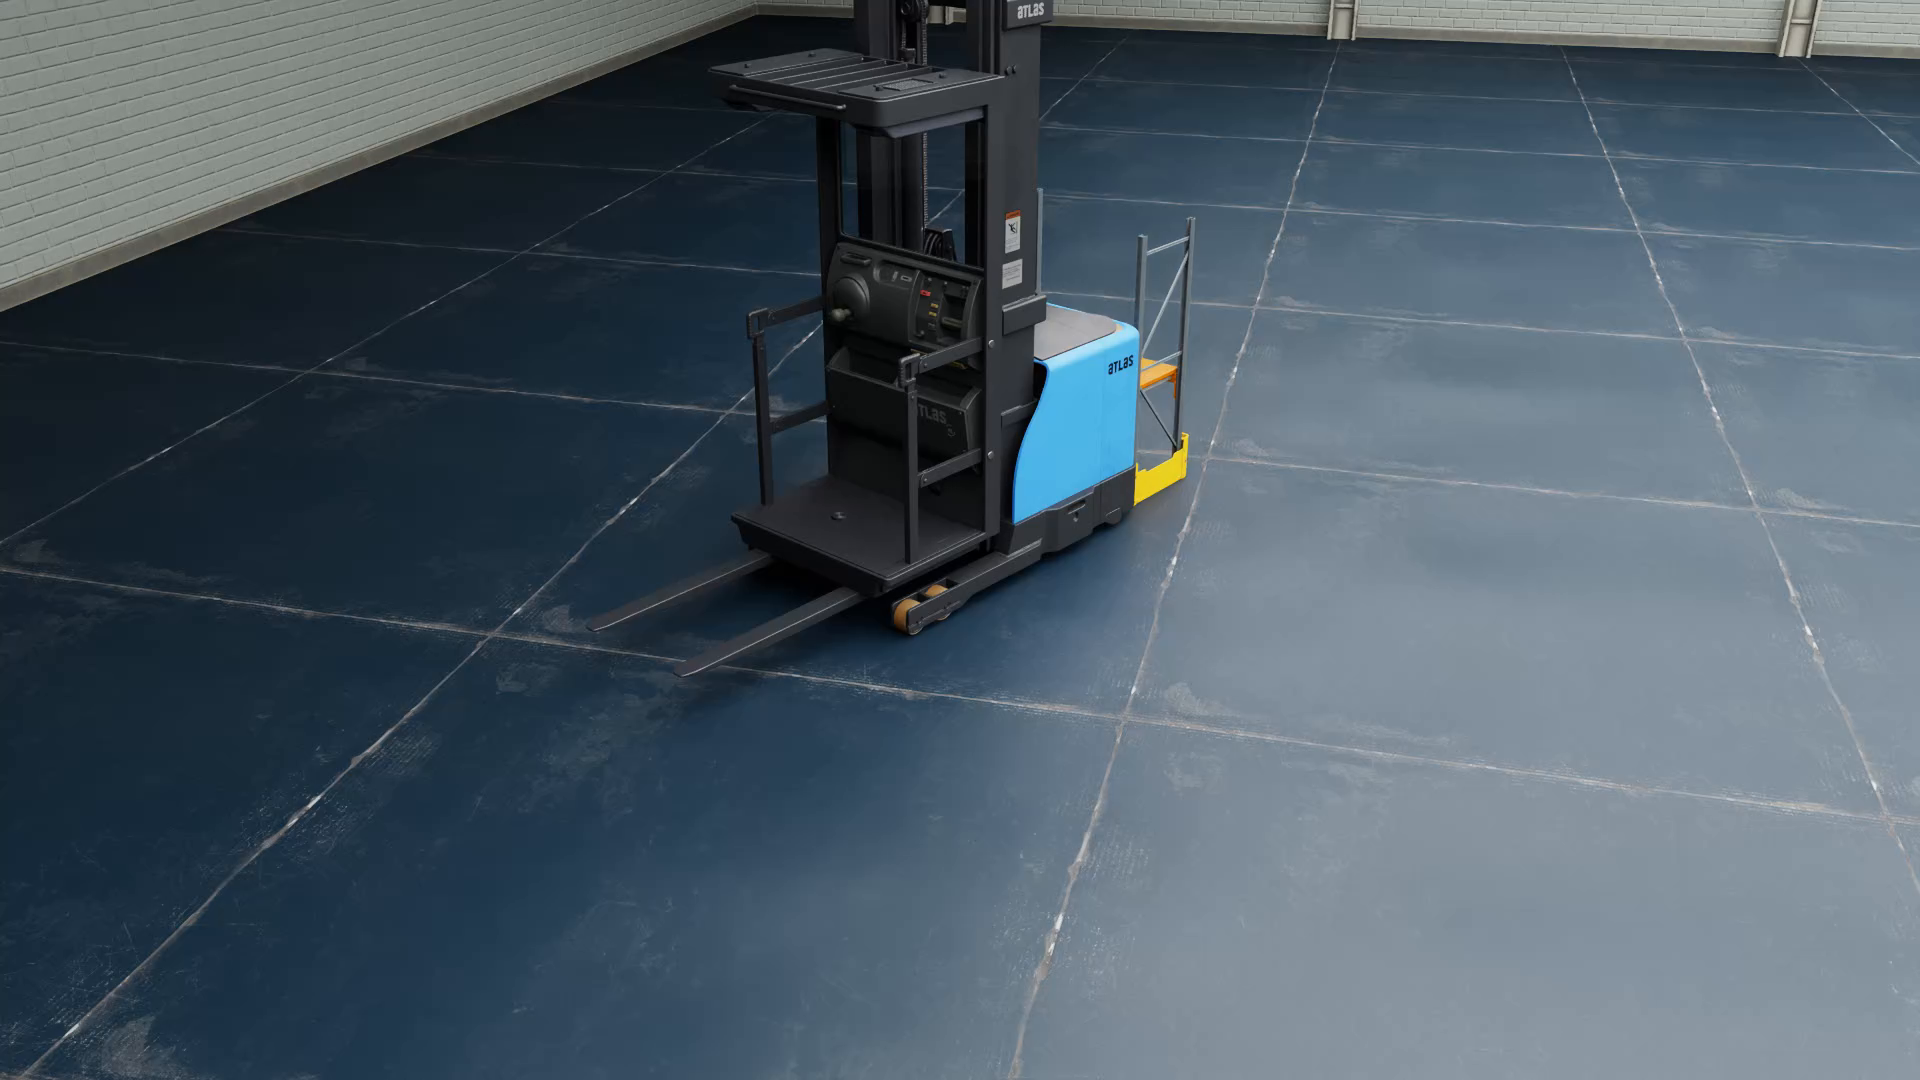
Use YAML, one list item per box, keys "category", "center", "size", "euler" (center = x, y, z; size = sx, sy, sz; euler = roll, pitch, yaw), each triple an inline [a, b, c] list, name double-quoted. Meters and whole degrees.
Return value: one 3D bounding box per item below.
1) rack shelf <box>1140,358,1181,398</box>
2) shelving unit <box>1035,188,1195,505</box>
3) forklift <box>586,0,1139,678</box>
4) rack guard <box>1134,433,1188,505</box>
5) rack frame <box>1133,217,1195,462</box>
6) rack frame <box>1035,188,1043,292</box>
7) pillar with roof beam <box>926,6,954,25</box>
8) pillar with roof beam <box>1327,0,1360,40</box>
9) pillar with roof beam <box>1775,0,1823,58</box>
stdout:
- category: "rack shelf"
  center: [0.692, -0.937, 9.392]
  size: [1.000, 0.185, 0.538]
  euler: [20, 32, 35]
- category: "shelving unit"
  center: [0.699, -1.097, 9.309]
  size: [1.083, 1.500, 0.587]
  euler: [20, 32, 35]
- category: "forklift"
  center: [-0.415, -1.124, 7.701]
  size: [1.130, 2.935, 3.031]
  euler: [21, 33, 37]
- category: "rack guard"
  center: [1.083, -0.396, 9.291]
  size: [0.087, 0.250, 0.587]
  euler: [20, 32, 35]
- category: "rack frame"
  center: [1.084, -0.961, 9.022]
  size: [0.032, 1.500, 0.500]
  euler: [20, 32, 35]
- category: "rack frame"
  center: [0.301, -1.239, 9.607]
  size: [0.032, 1.500, 0.500]
  euler: [20, 32, 35]
- category: "pillar with roof beam"
  center: [-1.399, -10.131, 19.561]
  size: [0.400, 9.000, 9.100]
  euler: [6, 26, 13]
- category: "pillar with roof beam"
  center: [4.412, -9.489, 18.212]
  size: [0.400, 9.000, 9.100]
  euler: [6, 26, 13]
- category: "pillar with roof beam"
  center: [10.223, -8.846, 16.863]
  size: [0.400, 9.000, 9.100]
  euler: [6, 26, 13]
